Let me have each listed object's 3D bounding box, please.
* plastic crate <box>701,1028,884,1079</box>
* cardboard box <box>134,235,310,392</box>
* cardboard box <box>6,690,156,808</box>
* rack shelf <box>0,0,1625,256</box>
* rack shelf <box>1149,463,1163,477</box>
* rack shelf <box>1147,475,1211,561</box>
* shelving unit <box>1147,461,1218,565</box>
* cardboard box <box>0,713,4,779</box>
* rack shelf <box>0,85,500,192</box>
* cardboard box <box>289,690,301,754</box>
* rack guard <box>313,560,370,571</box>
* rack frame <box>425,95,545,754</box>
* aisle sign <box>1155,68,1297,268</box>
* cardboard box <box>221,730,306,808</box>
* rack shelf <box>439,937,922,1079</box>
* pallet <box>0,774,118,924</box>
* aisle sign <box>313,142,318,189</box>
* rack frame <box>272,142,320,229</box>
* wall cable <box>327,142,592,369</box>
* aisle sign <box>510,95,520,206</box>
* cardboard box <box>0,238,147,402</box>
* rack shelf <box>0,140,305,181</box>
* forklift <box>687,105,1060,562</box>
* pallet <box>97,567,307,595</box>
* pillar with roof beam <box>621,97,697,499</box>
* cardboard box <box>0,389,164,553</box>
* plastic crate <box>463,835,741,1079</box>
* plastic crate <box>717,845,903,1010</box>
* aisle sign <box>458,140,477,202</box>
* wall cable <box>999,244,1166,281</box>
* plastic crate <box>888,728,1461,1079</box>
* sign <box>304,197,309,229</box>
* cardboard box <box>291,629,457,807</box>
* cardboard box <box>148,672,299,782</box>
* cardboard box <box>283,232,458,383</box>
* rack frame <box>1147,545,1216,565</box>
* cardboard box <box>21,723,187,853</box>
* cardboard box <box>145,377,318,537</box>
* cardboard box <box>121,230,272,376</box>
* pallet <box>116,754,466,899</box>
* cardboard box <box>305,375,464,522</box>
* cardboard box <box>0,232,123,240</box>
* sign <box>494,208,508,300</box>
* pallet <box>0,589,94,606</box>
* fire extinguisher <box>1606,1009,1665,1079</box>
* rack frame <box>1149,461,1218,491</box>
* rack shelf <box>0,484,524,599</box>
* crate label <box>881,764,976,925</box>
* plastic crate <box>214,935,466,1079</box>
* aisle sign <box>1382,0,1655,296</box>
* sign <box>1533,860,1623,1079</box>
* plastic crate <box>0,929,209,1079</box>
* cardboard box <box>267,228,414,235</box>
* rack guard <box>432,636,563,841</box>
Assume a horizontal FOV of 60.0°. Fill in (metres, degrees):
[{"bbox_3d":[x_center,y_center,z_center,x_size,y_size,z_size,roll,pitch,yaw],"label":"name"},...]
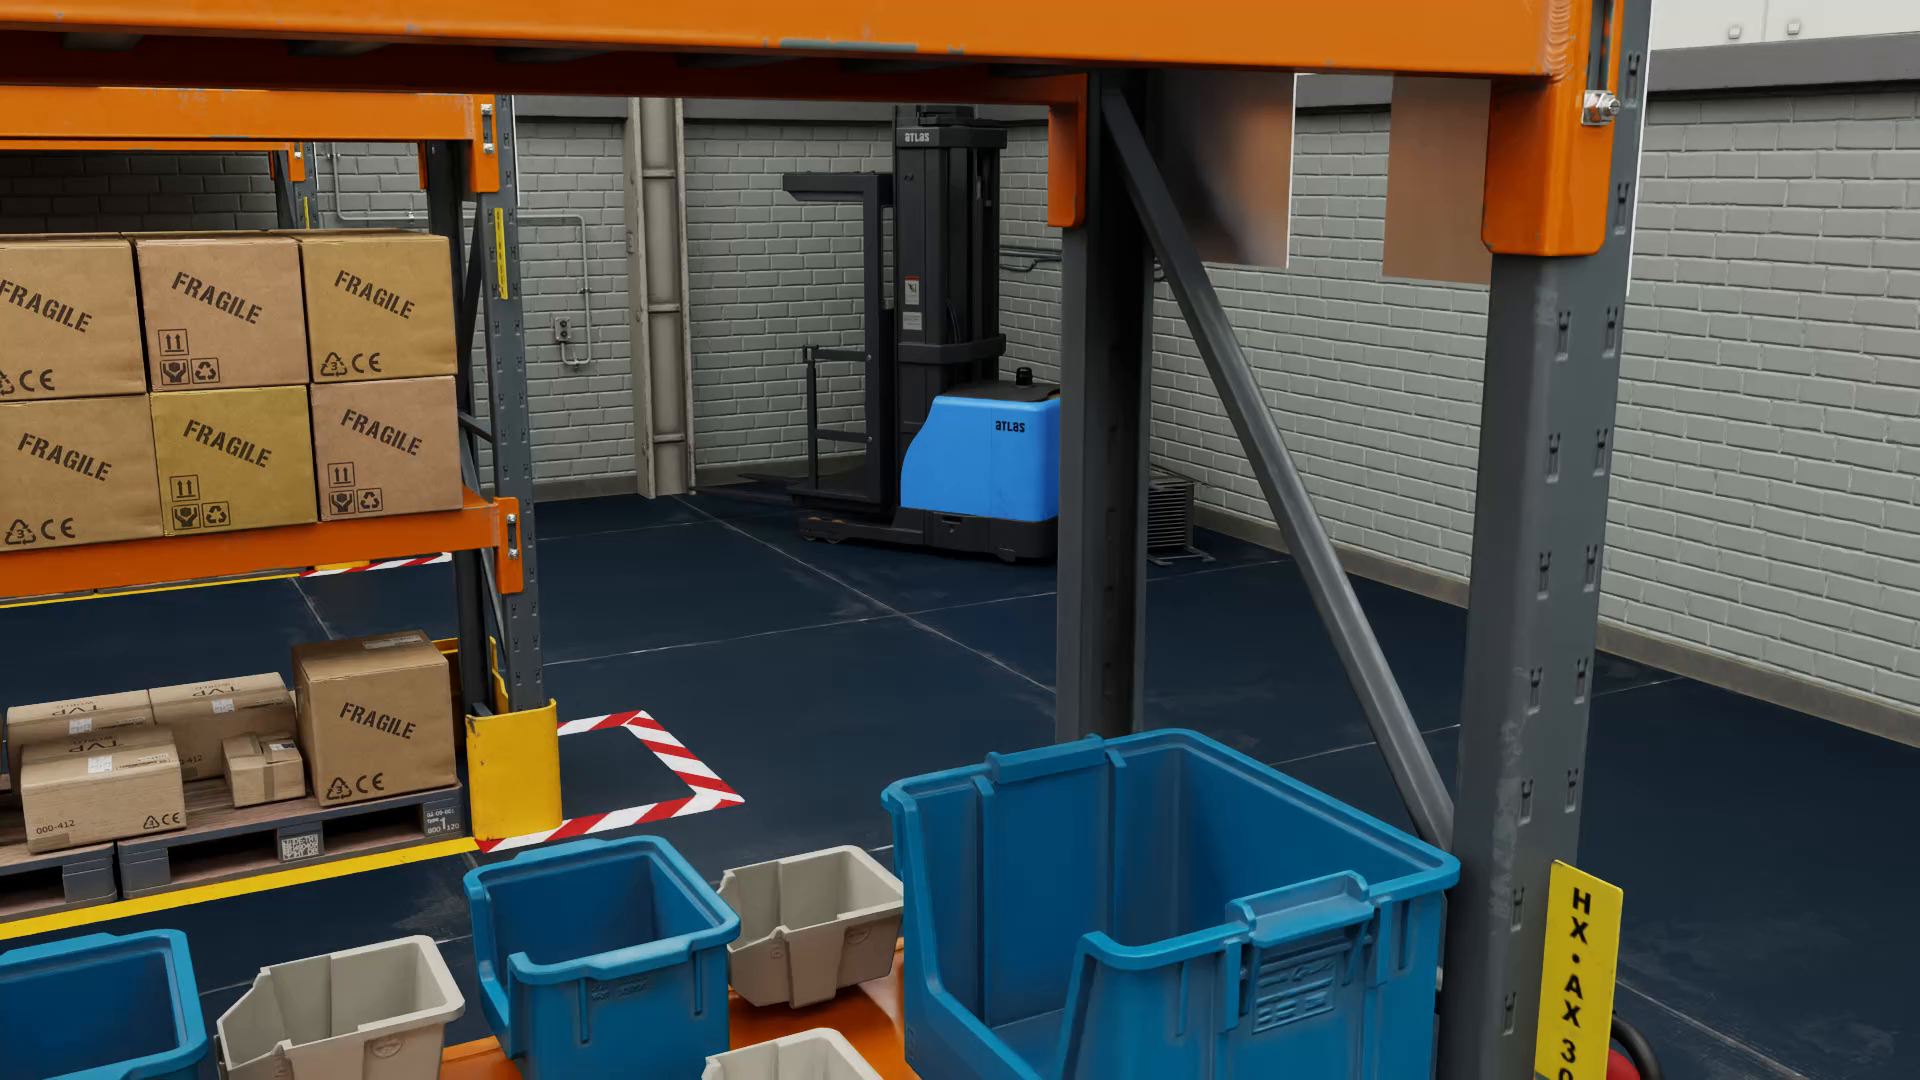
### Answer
[{"bbox_3d":[-0.177,0.743,1.938,0.243,0.136,0.396,-7,14,-28],"label":"plastic crate"},{"bbox_3d":[-2.620,-0.815,5.895,0.500,0.500,0.500,-6,14,-26],"label":"cardboard box"},{"bbox_3d":[-3.409,0.803,6.471,0.500,0.250,0.500,-7,14,-28],"label":"cardboard box"},{"bbox_3d":[-1.304,-0.379,1.267,4.000,0.370,1.077,-7,14,-28],"label":"rack shelf"},{"bbox_3d":[1.156,-0.302,11.760,0.431,0.480,0.518,-4,13,-18],"label":"rack shelf"},{"bbox_3d":[1.380,-0.163,11.112,0.431,0.480,0.518,-4,13,-18],"label":"rack shelf"},{"bbox_3d":[1.151,-0.305,11.773,0.431,0.503,2.100,-4,13,-18],"label":"shelving unit"},{"bbox_3d":[-3.783,0.794,5.934,0.637,0.503,0.797,-7,14,-28],"label":"cardboard box"},{"bbox_3d":[-3.674,-1.334,5.510,4.000,0.370,1.077,-7,14,-28],"label":"rack shelf"},{"bbox_3d":[-2.670,0.740,6.940,0.250,0.166,0.380,-7,14,-28],"label":"cardboard box"},{"bbox_3d":[-4.274,-0.169,11.222,0.348,0.500,1.175,-7,14,-28],"label":"rack guard"},{"bbox_3d":[-1.918,-0.432,6.696,0.127,3.000,1.000,-7,14,-28],"label":"rack frame"},{"bbox_3d":[0.373,-0.810,2.455,0.004,0.787,0.394,-7,14,-28],"label":"aisle sign"},{"bbox_3d":[-2.676,0.866,6.381,0.250,0.166,0.380,-7,14,-28],"label":"cardboard box"},{"bbox_3d":[-1.304,1.085,1.596,4.000,0.370,1.077,-7,14,-28],"label":"rack shelf"},{"bbox_3d":[-3.754,1.148,6.027,1.213,0.211,1.003,-7,14,-28],"label":"pallet"},{"bbox_3d":[-4.088,-2.604,10.427,0.004,0.787,0.394,-7,14,-28],"label":"aisle sign"},{"bbox_3d":[-4.295,-1.386,10.936,0.127,3.000,1.000,-7,14,-28],"label":"rack frame"},{"bbox_3d":[-3.624,-2.199,12.233,1.851,1.984,0.084,-7,14,-28],"label":"wall cable"},{"bbox_3d":[-1.712,-1.648,6.180,0.004,0.787,0.394,-7,14,-28],"label":"aisle sign"},{"bbox_3d":[-3.073,-0.760,5.648,0.500,0.500,0.500,-6,14,-26],"label":"cardboard box"},{"bbox_3d":[-6.051,-2.288,9.751,4.000,0.370,1.077,-7,14,-28],"label":"rack shelf"},{"bbox_3d":[-0.541,-1.497,11.587,3.031,2.935,1.130,7,15,29],"label":"forklift"},{"bbox_3d":[-4.959,0.074,10.801,1.213,0.211,1.003,-7,14,-28],"label":"pallet"},{"bbox_3d":[-0.277,-3.934,8.594,0.400,9.000,9.100,-7,14,-28],"label":"pillar with roof beam"},{"bbox_3d":[-3.075,-0.274,5.768,0.500,0.500,0.500,-7,14,-27],"label":"cardboard box"},{"bbox_3d":[-0.500,0.607,2.323,0.300,0.233,0.416,-7,14,-28],"label":"plastic crate"},{"bbox_3d":[-0.244,0.603,2.562,0.298,0.136,0.250,-7,14,-28],"label":"plastic crate"},{"bbox_3d":[-1.999,-1.764,6.694,0.004,0.787,0.394,-7,14,-28],"label":"aisle sign"},{"bbox_3d":[0.841,-3.324,12.956,0.112,2.526,3.097,-7,14,-28],"label":"wall cable"},{"bbox_3d":[0.247,0.548,2.125,0.499,0.435,0.616,-7,14,-28],"label":"plastic crate"},{"bbox_3d":[-4.047,-1.960,10.312,0.005,0.325,0.100,-7,14,-28],"label":"sign"},{"bbox_3d":[-2.277,0.678,6.457,0.500,0.500,0.500,-7,14,-28],"label":"cardboard box"},{"bbox_3d":[-2.970,0.750,6.704,0.500,0.250,0.500,-7,14,-28],"label":"cardboard box"},{"bbox_3d":[-2.177,-0.869,6.131,0.500,0.500,0.500,-7,14,-28],"label":"cardboard box"},{"bbox_3d":[1.152,-0.066,11.824,0.400,0.015,2.100,-4,13,-18],"label":"rack frame"},{"bbox_3d":[-3.126,0.894,6.066,0.500,0.250,0.500,-7,14,-28],"label":"cardboard box"},{"bbox_3d":[-2.635,-0.326,5.997,0.500,0.500,0.500,-7,14,-27],"label":"cardboard box"},{"bbox_3d":[-2.889,-0.916,6.342,0.500,0.500,0.500,-7,14,-27],"label":"cardboard box"},{"bbox_3d":[-2.684,1.021,6.593,1.213,0.211,1.003,-7,14,-28],"label":"pallet"},{"bbox_3d":[-2.181,-0.381,6.242,0.500,0.500,0.500,-6,14,-26],"label":"cardboard box"},{"bbox_3d":[-3.331,-0.864,6.113,0.500,0.500,0.500,-7,14,-27],"label":"cardboard box"},{"bbox_3d":[-1.670,-1.042,6.049,0.005,0.325,0.100,-7,14,-28],"label":"sign"},{"bbox_3d":[-6.029,0.201,10.235,1.213,0.211,1.003,-7,14,-28],"label":"pallet"},{"bbox_3d":[0.802,0.815,2.183,0.183,0.674,0.296,-7,14,-28],"label":"fire extinguisher"},{"bbox_3d":[1.151,-0.543,11.721,0.400,0.015,2.100,-4,13,-18],"label":"rack frame"},{"bbox_3d":[-3.674,0.130,5.840,4.000,0.370,1.077,-7,14,-28],"label":"rack shelf"},{"bbox_3d":[0.077,0.538,2.631,0.303,0.233,0.416,-7,14,-28],"label":"crate label"},{"bbox_3d":[-0.839,0.674,2.245,0.298,0.136,0.250,-7,14,-28],"label":"plastic crate"},{"bbox_3d":[0.655,-0.696,1.950,0.004,0.787,0.394,-7,14,-28],"label":"aisle sign"},{"bbox_3d":[0.730,0.548,1.971,0.005,0.325,0.100,-7,14,-28],"label":"sign"},{"bbox_3d":[-1.078,0.677,2.015,0.300,0.233,0.416,-7,14,-28],"label":"plastic crate"},{"bbox_3d":[-2.434,-0.972,6.593,0.500,0.500,0.500,-6,14,-26],"label":"cardboard box"},{"bbox_3d":[-1.985,0.796,6.935,0.348,0.500,1.175,-7,14,-28],"label":"rack guard"}]
